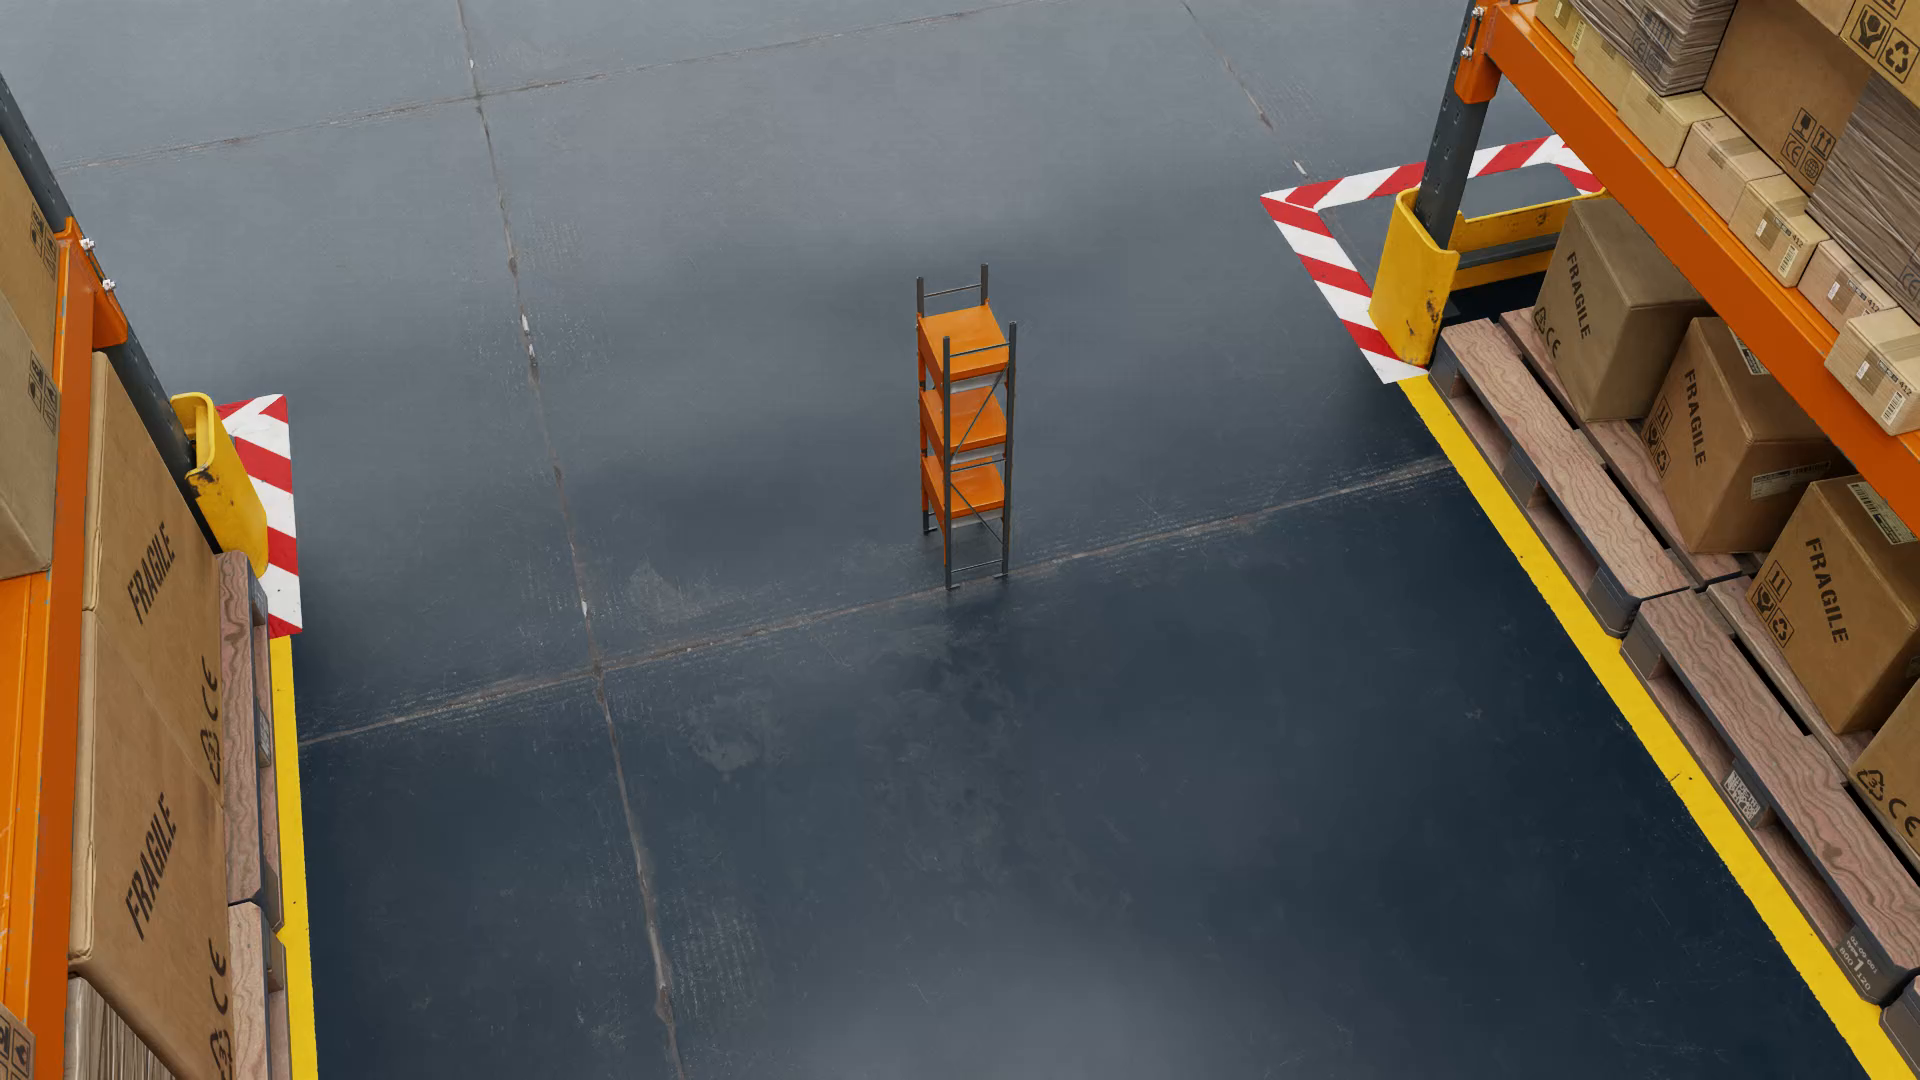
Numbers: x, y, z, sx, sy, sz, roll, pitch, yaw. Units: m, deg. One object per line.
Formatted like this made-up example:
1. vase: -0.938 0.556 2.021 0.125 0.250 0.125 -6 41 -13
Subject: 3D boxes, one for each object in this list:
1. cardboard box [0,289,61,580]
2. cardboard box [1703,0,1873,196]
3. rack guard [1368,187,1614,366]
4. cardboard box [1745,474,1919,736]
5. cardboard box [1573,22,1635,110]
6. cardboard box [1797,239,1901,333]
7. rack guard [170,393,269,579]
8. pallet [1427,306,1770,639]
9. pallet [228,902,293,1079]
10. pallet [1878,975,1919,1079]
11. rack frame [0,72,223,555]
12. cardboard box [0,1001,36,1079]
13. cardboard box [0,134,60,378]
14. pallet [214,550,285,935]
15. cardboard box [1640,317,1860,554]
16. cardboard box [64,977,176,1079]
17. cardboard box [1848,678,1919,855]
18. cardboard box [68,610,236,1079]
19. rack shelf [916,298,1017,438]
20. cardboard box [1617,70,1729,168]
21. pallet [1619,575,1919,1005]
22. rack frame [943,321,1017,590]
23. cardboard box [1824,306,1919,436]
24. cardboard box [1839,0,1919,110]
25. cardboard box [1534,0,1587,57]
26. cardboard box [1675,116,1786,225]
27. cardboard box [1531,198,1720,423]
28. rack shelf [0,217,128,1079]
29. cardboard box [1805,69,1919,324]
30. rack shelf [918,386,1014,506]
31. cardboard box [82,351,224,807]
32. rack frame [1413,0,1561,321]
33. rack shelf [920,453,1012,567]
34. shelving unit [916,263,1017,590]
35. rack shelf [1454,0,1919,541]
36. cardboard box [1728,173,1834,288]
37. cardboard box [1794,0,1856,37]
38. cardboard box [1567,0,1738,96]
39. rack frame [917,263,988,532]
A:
1. cardboard box: -2.404 -0.214 3.370 0.875 0.550 0.550 -13 51 -11
2. cardboard box: 2.426 -1.253 4.084 0.875 0.500 0.500 -13 51 -11
3. rack guard: 2.050 -1.009 5.774 1.175 0.500 0.348 -13 51 -11
4. cardboard box: 2.572 0.150 4.522 0.500 0.500 0.500 -9 50 -8
5. cardboard box: 1.939 -1.340 4.582 0.380 0.149 0.250 -13 51 -11
6. cardboard box: 2.260 -0.616 3.972 0.380 0.149 0.250 -13 51 -11
7. rack guard: -2.748 -0.035 4.952 1.175 0.500 0.348 -13 51 -11
8. pallet: 2.256 -0.315 5.377 1.003 0.211 1.213 -13 51 -11
9. pallet: -2.073 1.532 3.821 1.003 0.211 1.213 -13 51 -11
10. pallet: 2.978 1.467 3.875 1.003 0.211 1.213 -13 51 -11
11. rack frame: -2.741 -0.823 3.982 1.000 3.000 0.127 -13 51 -11
12. cardboard box: -1.910 0.966 2.376 0.875 0.550 0.550 -13 51 -11
13. cardboard box: -2.588 -0.610 3.705 0.875 0.550 0.550 -13 51 -11
14. pallet: -2.430 0.642 4.571 1.003 0.211 1.213 -13 51 -11
15. cardboard box: 2.405 -0.311 4.911 0.500 0.500 0.500 -2 50 -1
16. cardboard box: -1.947 1.515 3.126 0.875 0.875 0.875 -13 51 -11
17. cardboard box: 2.695 0.568 4.170 0.500 0.500 0.500 -17 52 -14
18. cardboard box: -2.215 0.849 3.687 0.875 0.875 0.875 -14 51 -12
19. rack shelf: 0.016 -0.475 4.607 0.215 0.259 0.240 -13 51 -11
20. cardboard box: 1.999 -1.154 4.426 0.380 0.149 0.250 -13 51 -11
21. pallet: 2.613 0.575 4.627 1.003 0.211 1.213 -13 51 -11
22. rack frame: 0.052 -0.210 4.741 0.200 1.050 0.008 -13 51 -11
23. cardboard box: 2.235 -0.410 3.798 0.380 0.149 0.250 -13 51 -11
24. cardboard box: 2.220 -1.126 3.323 0.500 0.500 0.500 -13 51 -11
25. cardboard box: 1.884 -1.527 4.740 0.380 0.149 0.250 -13 51 -11
26. cardboard box: 2.093 -0.977 4.276 0.380 0.149 0.250 -13 51 -11
27. cardboard box: 2.196 -0.740 5.272 0.500 0.500 0.500 -5 50 -4
28. rack shelf: -2.150 0.870 3.025 1.077 0.370 4.000 -13 51 -11
29. cardboard box: 2.533 -0.878 3.768 0.875 0.500 0.500 -13 51 -11
30. rack shelf: 0.016 -0.292 4.824 0.215 0.259 0.240 -13 51 -11
31. cardboard box: -2.477 0.207 4.229 0.875 0.875 0.875 -13 51 -11
32. rack frame: 2.027 -1.870 4.865 1.000 3.000 0.127 -13 51 -11
33. rack shelf: 0.016 -0.113 5.036 0.215 0.259 0.240 -13 51 -11
34. shelving unit: 0.016 -0.299 4.816 0.215 1.050 0.252 -13 51 -11
35. rack shelf: 2.619 -0.178 3.909 1.077 0.370 4.000 -13 51 -11
36. cardboard box: 2.160 -0.792 4.120 0.380 0.149 0.250 -13 51 -11
37. cardboard box: 2.071 -1.491 3.631 0.500 0.500 0.500 -13 51 -11
38. cardboard box: 2.163 -1.591 4.369 0.875 0.500 0.500 -13 51 -11
39. rack frame: -0.020 -0.388 4.891 0.200 1.050 0.008 -13 51 -11
